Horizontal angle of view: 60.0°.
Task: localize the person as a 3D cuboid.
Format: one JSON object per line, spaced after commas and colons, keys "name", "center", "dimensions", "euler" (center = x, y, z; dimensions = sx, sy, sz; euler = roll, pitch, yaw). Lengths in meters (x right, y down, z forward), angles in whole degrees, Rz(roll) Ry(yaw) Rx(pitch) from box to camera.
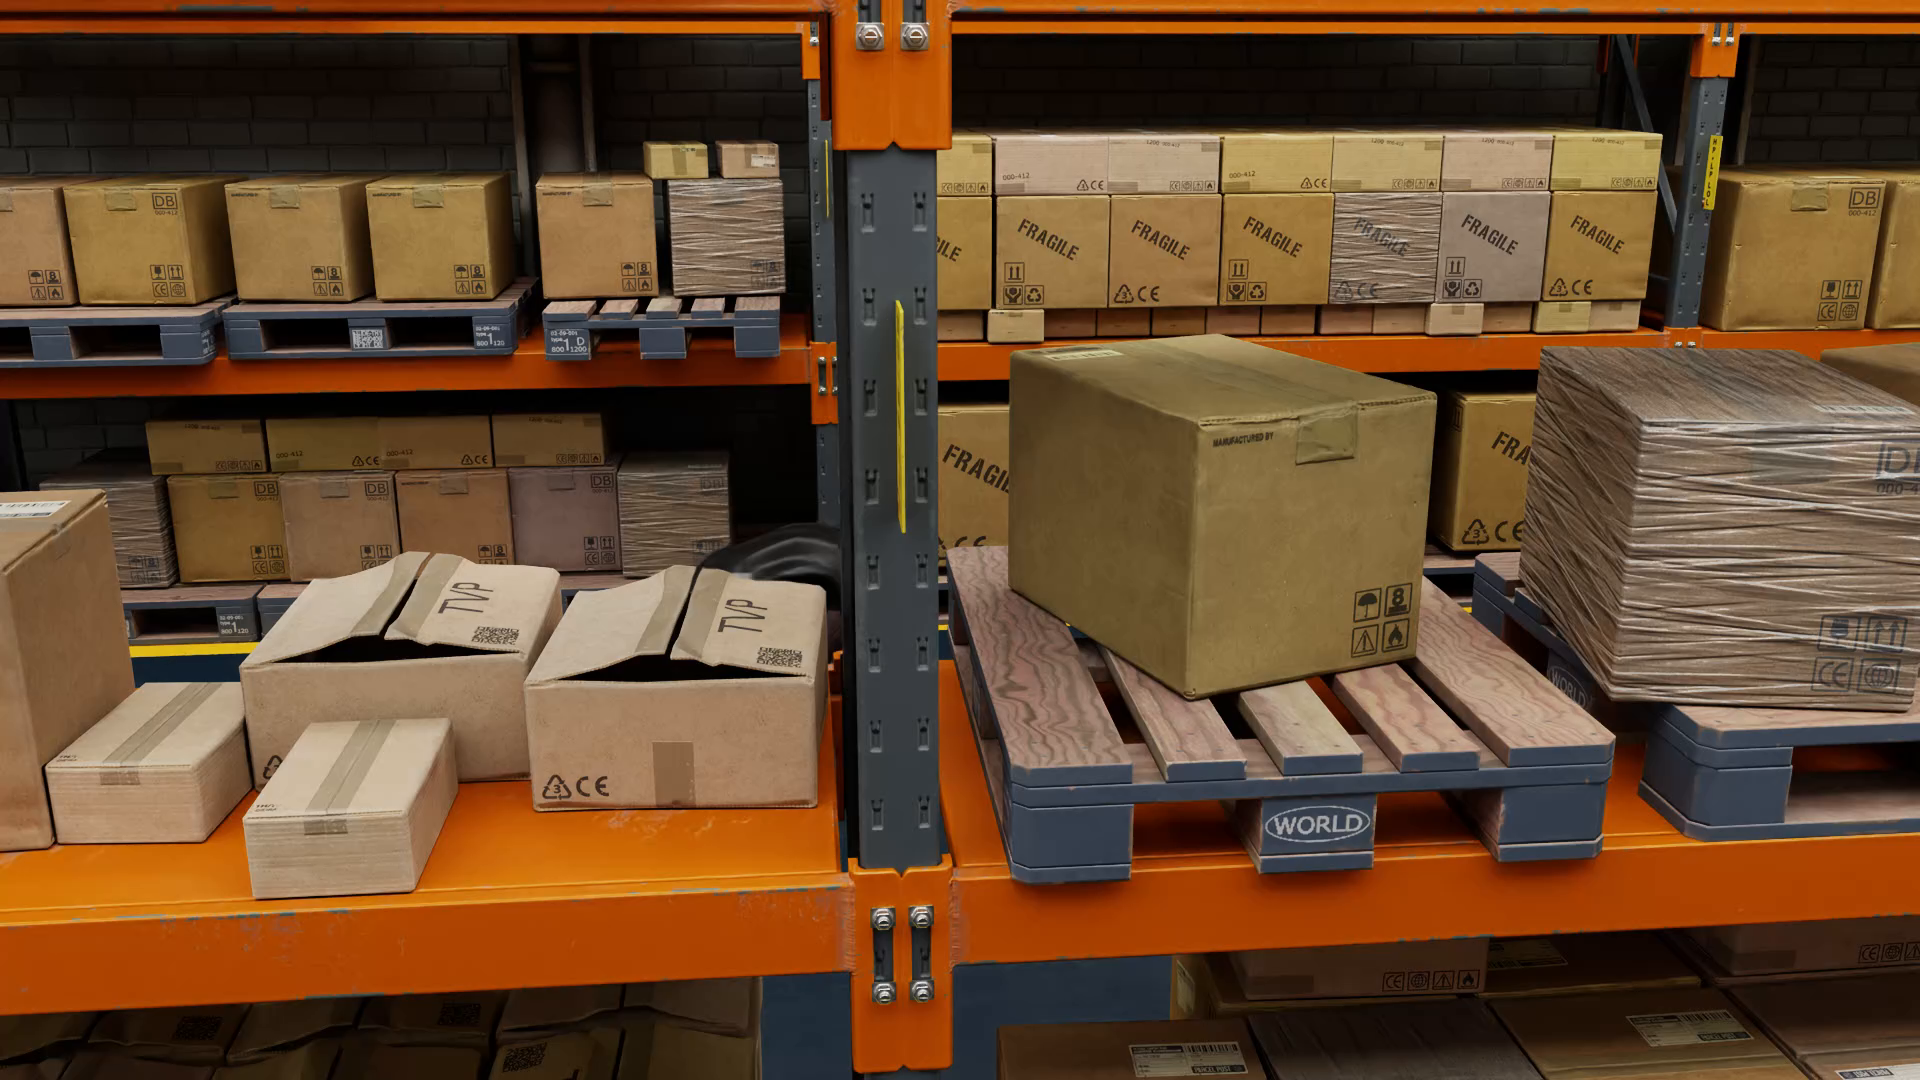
{"name": "person", "center": [-0.731, 0.433, 5.936], "dimensions": [0.944, 0.973, 0.511], "euler": [-2, 17, -8]}
